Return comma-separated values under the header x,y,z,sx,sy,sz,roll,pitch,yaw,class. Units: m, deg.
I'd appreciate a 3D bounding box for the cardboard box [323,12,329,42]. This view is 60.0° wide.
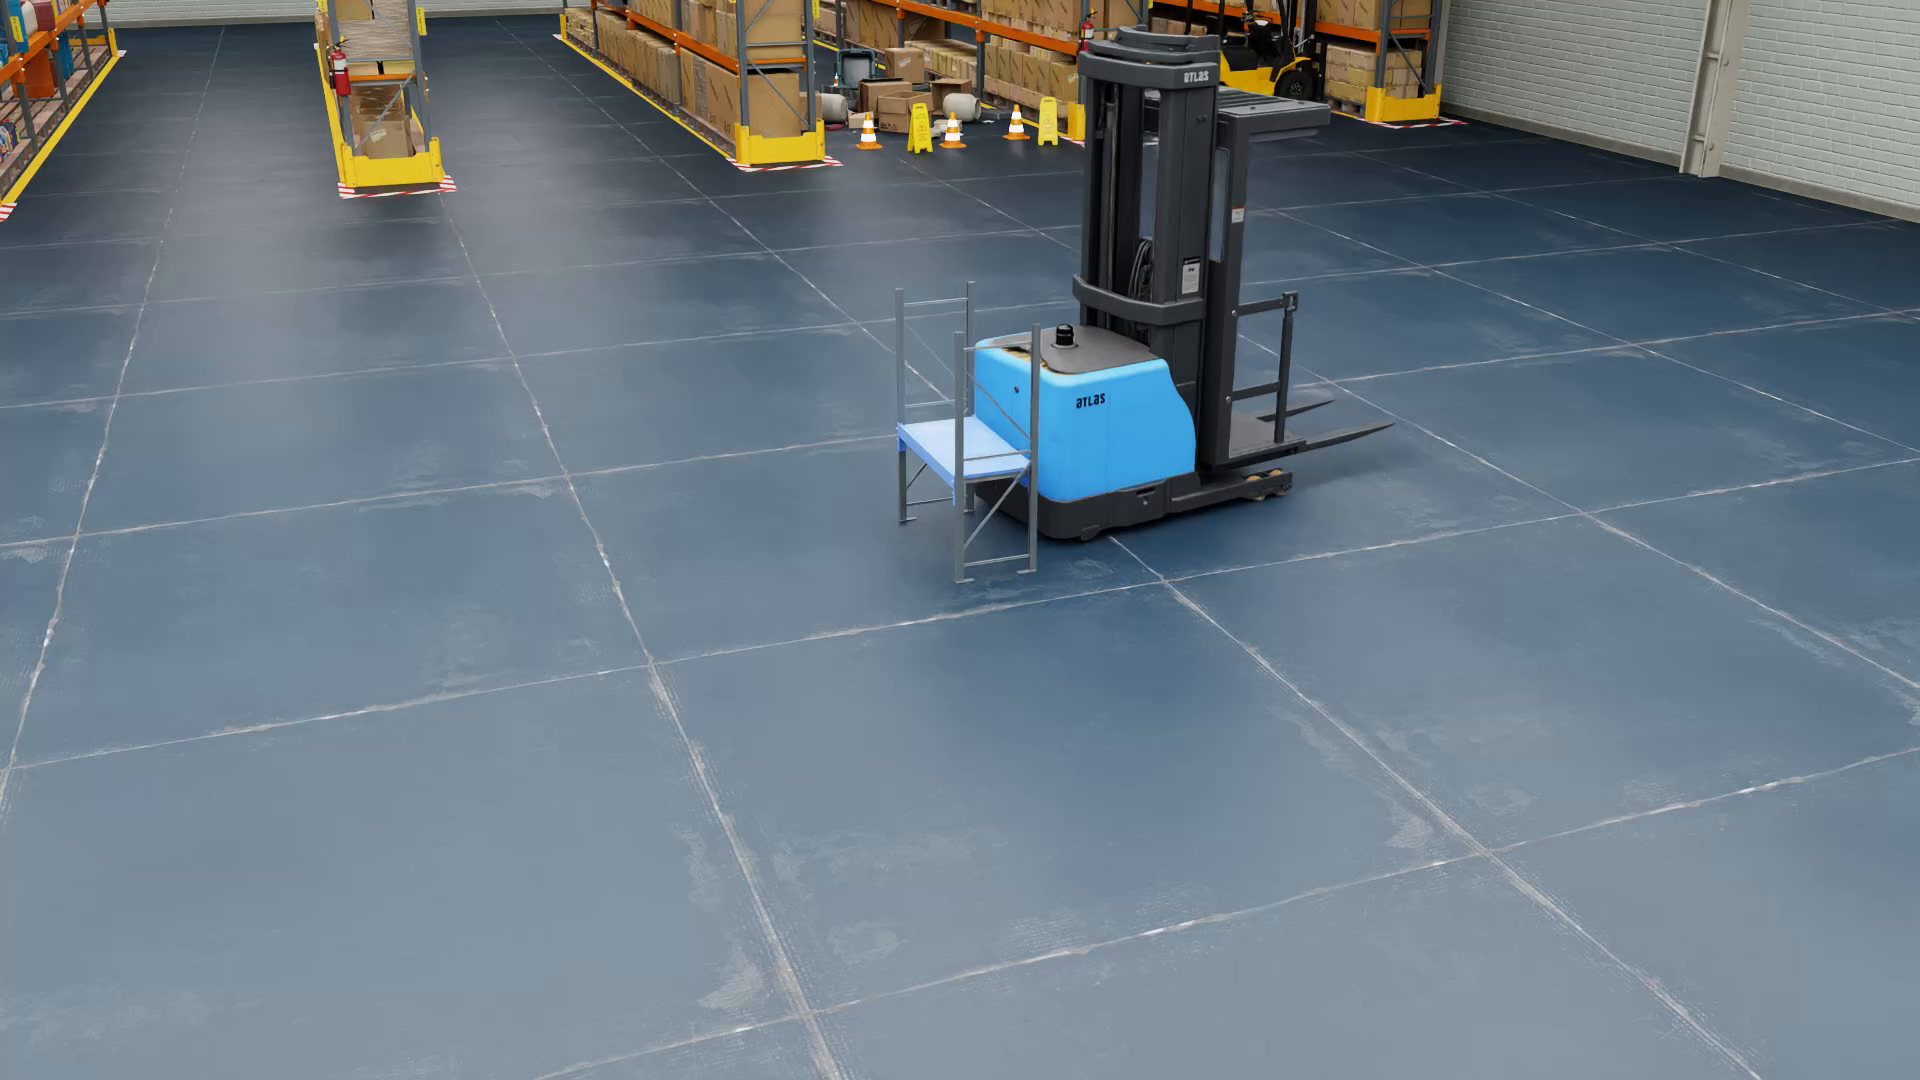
x,y,z,sx,sy,sz,roll,pitch,yaw,class
-8.263,-7.142,22.820,0.875,0.500,0.500,-8,24,-19,cardboard box

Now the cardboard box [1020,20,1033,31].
x,y,z,sx,sy,sz,roll,pitch,yaw,class
1.132,-7.849,25.333,0.380,0.149,0.250,-8,24,-19,cardboard box

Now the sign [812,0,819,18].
x,y,z,sx,sy,sz,roll,pitch,yaw,class
-1.898,-7.017,21.819,0.100,0.325,0.005,-8,24,-19,sign

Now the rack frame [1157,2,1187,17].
x,y,z,sx,sy,sz,roll,pitch,yaw,class
3.992,-10.812,32.041,1.000,3.000,0.127,-8,24,-19,rack frame

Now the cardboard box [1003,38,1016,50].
x,y,z,sx,sy,sz,roll,pitch,yaw,class
0.890,-7.756,25.989,0.380,0.149,0.250,-7,24,-17,cardboard box

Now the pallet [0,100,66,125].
x,y,z,sx,sy,sz,roll,pitch,yaw,class
-14.318,-6.519,25.445,1.003,0.211,1.213,-8,24,-19,pallet

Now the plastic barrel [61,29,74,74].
x,y,z,sx,sy,sz,roll,pitch,yaw,class
-15.792,-8.571,28.884,0.600,0.901,0.708,-8,24,-19,plastic barrel

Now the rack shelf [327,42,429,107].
x,y,z,sx,sy,sz,roll,pitch,yaw,class
-7.802,-6.259,22.164,1.077,0.370,4.000,-8,24,-19,rack shelf

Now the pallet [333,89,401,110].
x,y,z,sx,sy,sz,roll,pitch,yaw,class
-9.647,-7.201,27.064,1.003,0.211,1.213,-8,24,-19,pallet

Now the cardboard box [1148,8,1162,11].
x,y,z,sx,sy,sz,roll,pitch,yaw,class
3.868,-10.565,33.296,0.380,0.149,0.250,-8,24,-18,cardboard box

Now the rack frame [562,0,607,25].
x,y,z,sx,sy,sz,roll,pitch,yaw,class
-8.072,-12.321,35.620,1.000,3.000,0.127,-8,24,-19,rack frame

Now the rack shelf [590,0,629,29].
x,y,z,sx,sy,sz,roll,pitch,yaw,class
-5.952,-9.809,30.588,1.077,0.370,4.000,-8,24,-19,rack shelf

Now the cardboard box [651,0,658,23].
x,y,z,sx,sy,sz,roll,pitch,yaw,class
-4.624,-8.527,26.490,0.500,0.500,0.500,-8,24,-18,cardboard box

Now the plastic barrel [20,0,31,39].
x,y,z,sx,sy,sz,roll,pitch,yaw,class
-13.687,-7.501,24.011,0.433,0.535,0.433,0,23,0,plastic barrel

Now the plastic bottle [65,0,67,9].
x,y,z,sx,sy,sz,roll,pitch,yaw,class
-15.337,-9.232,28.356,0.144,0.351,0.185,-8,24,-19,plastic bottle

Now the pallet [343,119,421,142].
x,y,z,sx,sy,sz,roll,pitch,yaw,class
-8.238,-5.793,23.722,1.003,0.211,1.213,-8,24,-19,pallet

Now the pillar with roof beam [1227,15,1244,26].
x,y,z,sx,sy,sz,roll,pitch,yaw,class
1.268,-12.636,28.644,9.100,9.000,0.400,-8,24,-19,pillar with roof beam

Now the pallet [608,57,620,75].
x,y,z,sx,sy,sz,roll,pitch,yaw,class
-5.947,-8.856,30.990,1.003,0.211,1.213,-8,24,-19,pallet

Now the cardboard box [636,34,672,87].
x,y,z,sx,sy,sz,roll,pitch,yaw,class
-4.802,-8.020,27.772,1.050,0.750,0.750,-8,24,-18,cardboard box

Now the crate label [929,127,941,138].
x,y,z,sx,sy,sz,roll,pitch,yaw,class
-0.437,-5.885,24.036,0.298,0.136,0.250,18,29,36,crate label

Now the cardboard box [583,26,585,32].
x,y,z,sx,sy,sz,roll,pitch,yaw,class
-7.466,-10.441,33.908,0.380,0.149,0.250,-10,25,-21,cardboard box

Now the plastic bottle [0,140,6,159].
x,y,z,sx,sy,sz,roll,pitch,yaw,class
-12.234,-4.992,21.178,0.097,0.271,0.097,0,23,0,plastic bottle

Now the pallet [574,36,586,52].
x,y,z,sx,sy,sz,roll,pitch,yaw,class
-7.364,-10.266,34.335,1.003,0.211,1.213,-8,24,-19,pallet

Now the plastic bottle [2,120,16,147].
x,y,z,sx,sy,sz,roll,pitch,yaw,class
-12.577,-5.355,21.938,0.144,0.351,0.185,-10,25,-22,plastic bottle

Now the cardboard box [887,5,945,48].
x,y,z,sx,sy,sz,roll,pitch,yaw,class
-0.817,-9.607,31.376,0.875,0.875,0.875,-9,24,-19,cardboard box

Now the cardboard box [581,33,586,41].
x,y,z,sx,sy,sz,roll,pitch,yaw,class
-7.482,-10.219,33.764,0.380,0.149,0.250,-8,24,-19,cardboard box

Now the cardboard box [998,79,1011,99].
x,y,z,sx,sy,sz,roll,pitch,yaw,class
0.918,-7.159,26.373,0.500,0.250,0.500,-7,24,-16,cardboard box

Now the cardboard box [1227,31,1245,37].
x,y,z,sx,sy,sz,roll,pitch,yaw,class
5.210,-8.646,29.419,0.875,0.625,0.625,-7,24,-17,cardboard box

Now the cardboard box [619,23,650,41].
x,y,z,sx,sy,sz,roll,pitch,yaw,class
-5.732,-9.014,29.486,0.500,0.250,0.500,-9,24,-20,cardboard box

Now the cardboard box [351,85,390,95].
x,y,z,sx,sy,sz,roll,pitch,yaw,class
-8.404,-6.208,23.794,0.500,0.500,0.500,-9,25,-21,cardboard box

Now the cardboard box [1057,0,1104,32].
x,y,z,sx,sy,sz,roll,pitch,yaw,class
1.726,-7.566,23.827,0.500,0.500,0.500,-9,24,-20,cardboard box

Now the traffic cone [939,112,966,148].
x,y,z,sx,sy,sz,roll,pitch,yaw,class
-0.101,-5.758,23.315,0.336,0.463,0.334,-8,24,-19,traffic cone

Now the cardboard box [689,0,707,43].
x,y,z,sx,sy,sz,roll,pitch,yaw,class
-3.395,-7.488,23.962,0.875,0.550,0.550,-8,24,-19,cardboard box

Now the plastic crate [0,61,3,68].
x,y,z,sx,sy,sz,roll,pitch,yaw,class
-12.331,-5.961,20.869,0.530,0.136,0.437,-8,24,-19,plastic crate

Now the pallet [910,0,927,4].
x,y,z,sx,sy,sz,roll,pitch,yaw,class
-0.299,-9.797,29.880,1.213,0.211,1.003,-8,24,-19,pallet

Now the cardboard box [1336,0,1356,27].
x,y,z,sx,sy,sz,roll,pitch,yaw,class
6.224,-8.284,25.914,0.500,0.500,0.500,-8,24,-17,cardboard box

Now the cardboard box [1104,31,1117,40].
x,y,z,sx,sy,sz,roll,pitch,yaw,class
2.250,-7.259,23.935,0.380,0.149,0.250,-8,24,-19,cardboard box

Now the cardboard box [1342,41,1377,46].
x,y,z,sx,sy,sz,roll,pitch,yaw,class
6.479,-7.858,26.743,0.500,0.250,0.500,-9,24,-19,cardboard box

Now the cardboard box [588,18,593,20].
x,y,z,sx,sy,sz,roll,pitch,yaw,class
-7.268,-10.397,33.419,0.380,0.149,0.250,-8,24,-17,cardboard box

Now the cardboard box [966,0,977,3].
x,y,z,sx,sy,sz,roll,pitch,yaw,class
0.323,-8.903,27.295,0.380,0.149,0.250,-8,24,-18,cardboard box

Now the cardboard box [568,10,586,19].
x,y,z,sx,sy,sz,roll,pitch,yaw,class
-8.025,-11.045,34.957,0.380,0.149,0.250,-8,24,-19,cardboard box

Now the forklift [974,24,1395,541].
x,y,z,sx,sy,sz,roll,pitch,yaw,class
1.587,-1.760,10.653,3.031,2.935,1.130,-14,26,-29,forklift

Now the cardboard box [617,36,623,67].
x,y,z,sx,sy,sz,roll,pitch,yaw,class
-5.902,-8.848,30.059,0.500,0.500,0.500,-7,24,-17,cardboard box

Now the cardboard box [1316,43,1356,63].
x,y,z,sx,sy,sz,roll,pitch,yaw,class
5.990,-7.784,26.568,0.500,0.250,0.500,-8,24,-18,cardboard box

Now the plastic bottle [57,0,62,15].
x,y,z,sx,sy,sz,roll,pitch,yaw,class
-14.965,-8.865,27.570,0.061,0.283,0.133,-8,24,-19,plastic bottle

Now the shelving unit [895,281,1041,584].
x,y,z,sx,sy,sz,roll,pitch,yaw,class
0.030,-0.660,9.885,0.538,1.500,1.048,-8,24,-19,shelving unit

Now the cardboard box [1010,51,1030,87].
x,y,z,sx,sy,sz,roll,pitch,yaw,class
1.100,-7.316,25.779,0.500,0.500,0.500,-7,24,-16,cardboard box

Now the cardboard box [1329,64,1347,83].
x,y,z,sx,sy,sz,roll,pitch,yaw,class
6.187,-7.380,26.254,0.500,0.250,0.500,-9,24,-20,cardboard box

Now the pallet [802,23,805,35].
x,y,z,sx,sy,sz,roll,pitch,yaw,class
-3.121,-11.472,37.197,1.003,0.211,1.213,-8,24,-19,pallet

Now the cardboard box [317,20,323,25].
x,y,z,sx,sy,sz,roll,pitch,yaw,class
-10.453,-8.563,28.900,1.225,0.875,0.875,-8,24,-19,cardboard box

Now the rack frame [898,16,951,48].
x,y,z,sx,sy,sz,roll,pitch,yaw,class
-0.650,-10.130,30.422,1.000,3.000,0.127,-8,24,-19,rack frame

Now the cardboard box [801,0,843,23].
x,y,z,sx,sy,sz,roll,pitch,yaw,class
-3.150,-11.824,37.199,0.875,0.438,0.875,-9,25,-21,cardboard box

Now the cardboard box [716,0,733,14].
x,y,z,sx,sy,sz,roll,pitch,yaw,class
-2.795,-7.401,22.365,0.875,0.550,0.550,-8,24,-19,cardboard box

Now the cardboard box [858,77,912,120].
x,y,z,sx,sy,sz,roll,pitch,yaw,class
-1.151,-6.765,25.478,0.797,0.637,0.503,-8,24,-19,cardboard box

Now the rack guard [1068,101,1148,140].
x,y,z,sx,sy,sz,roll,pitch,yaw,class
2.149,-6.099,24.077,1.175,0.500,0.348,-8,24,-19,rack guard
